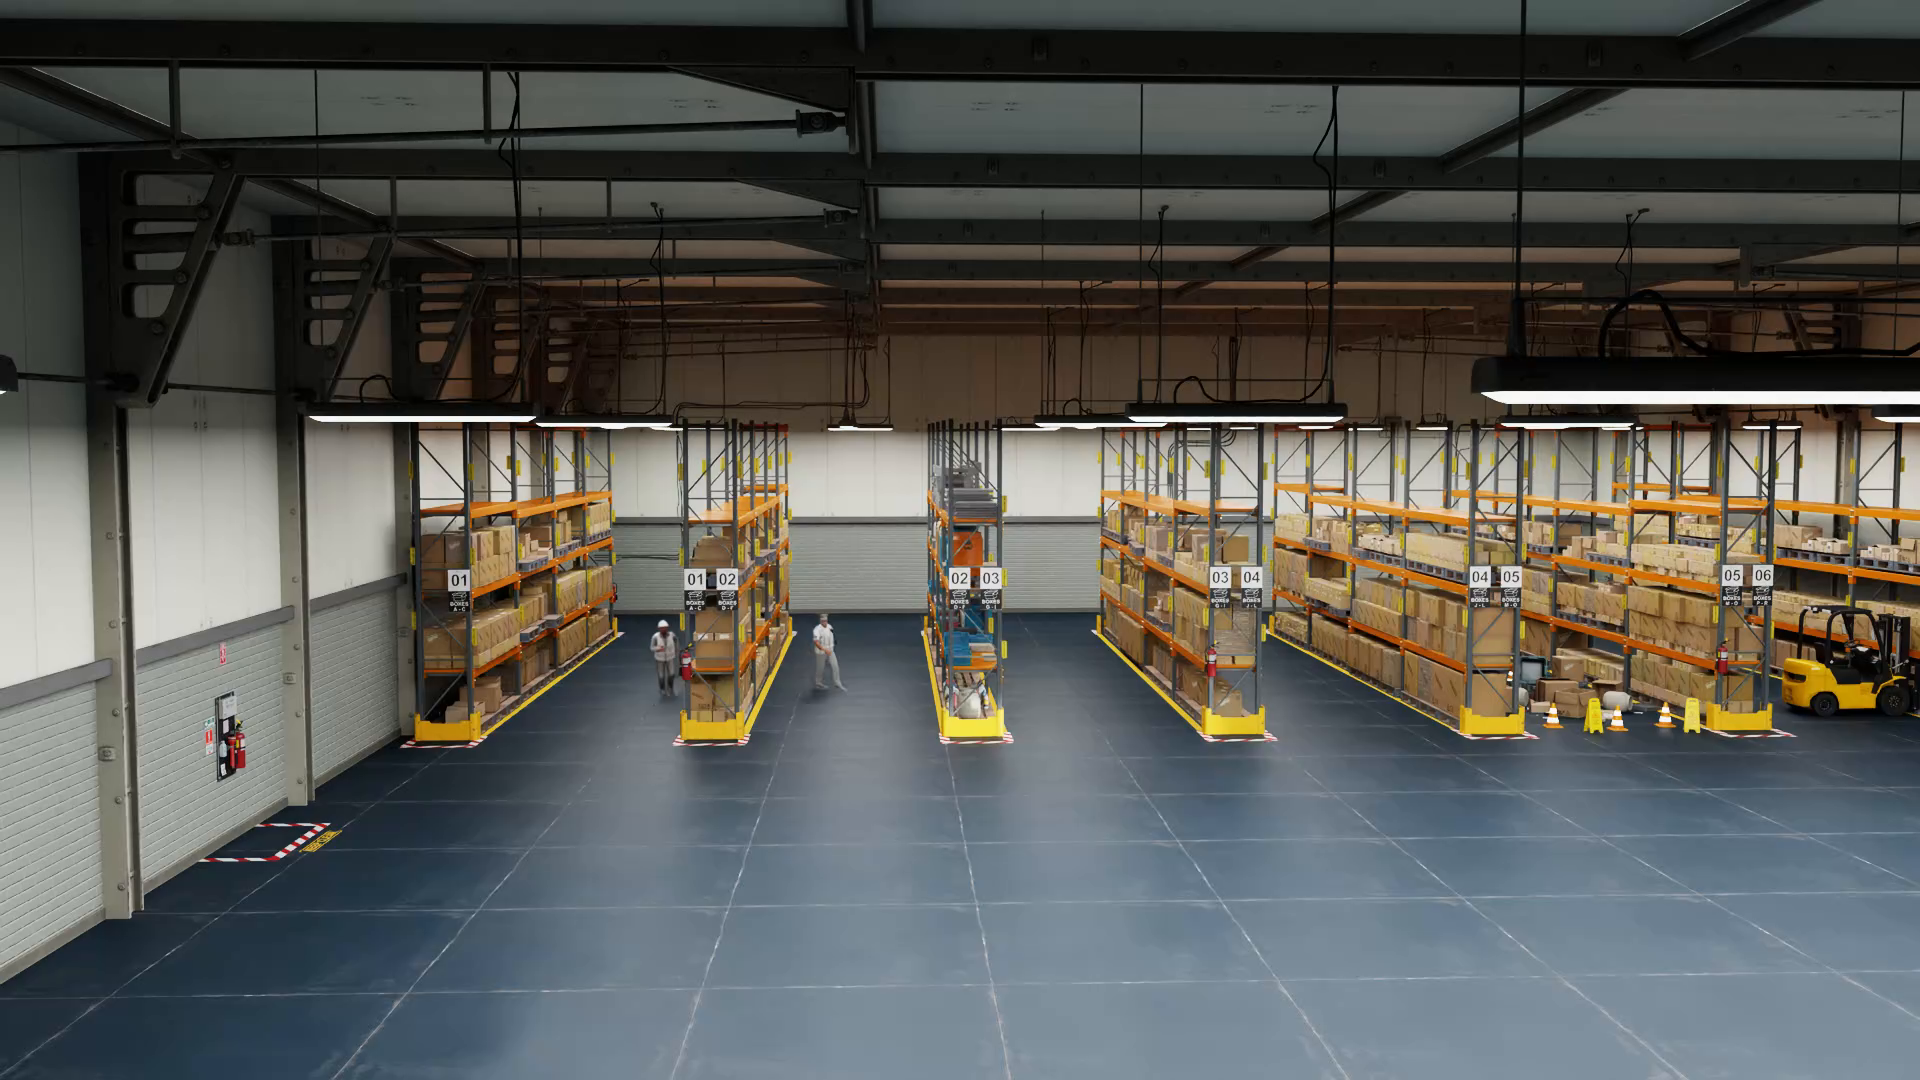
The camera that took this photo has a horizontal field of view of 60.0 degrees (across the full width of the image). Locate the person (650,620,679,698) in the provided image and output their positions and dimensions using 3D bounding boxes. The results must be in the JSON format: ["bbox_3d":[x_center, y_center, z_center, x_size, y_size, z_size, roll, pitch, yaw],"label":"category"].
[{"bbox_3d":[-6.389,2.566,36.042,0.646,1.695,0.942,-1,4,-12],"label":"person"}]

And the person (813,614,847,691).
[{"bbox_3d":[-2.957,2.480,36.756,0.628,1.699,0.920,-3,5,-39],"label":"person"}]
